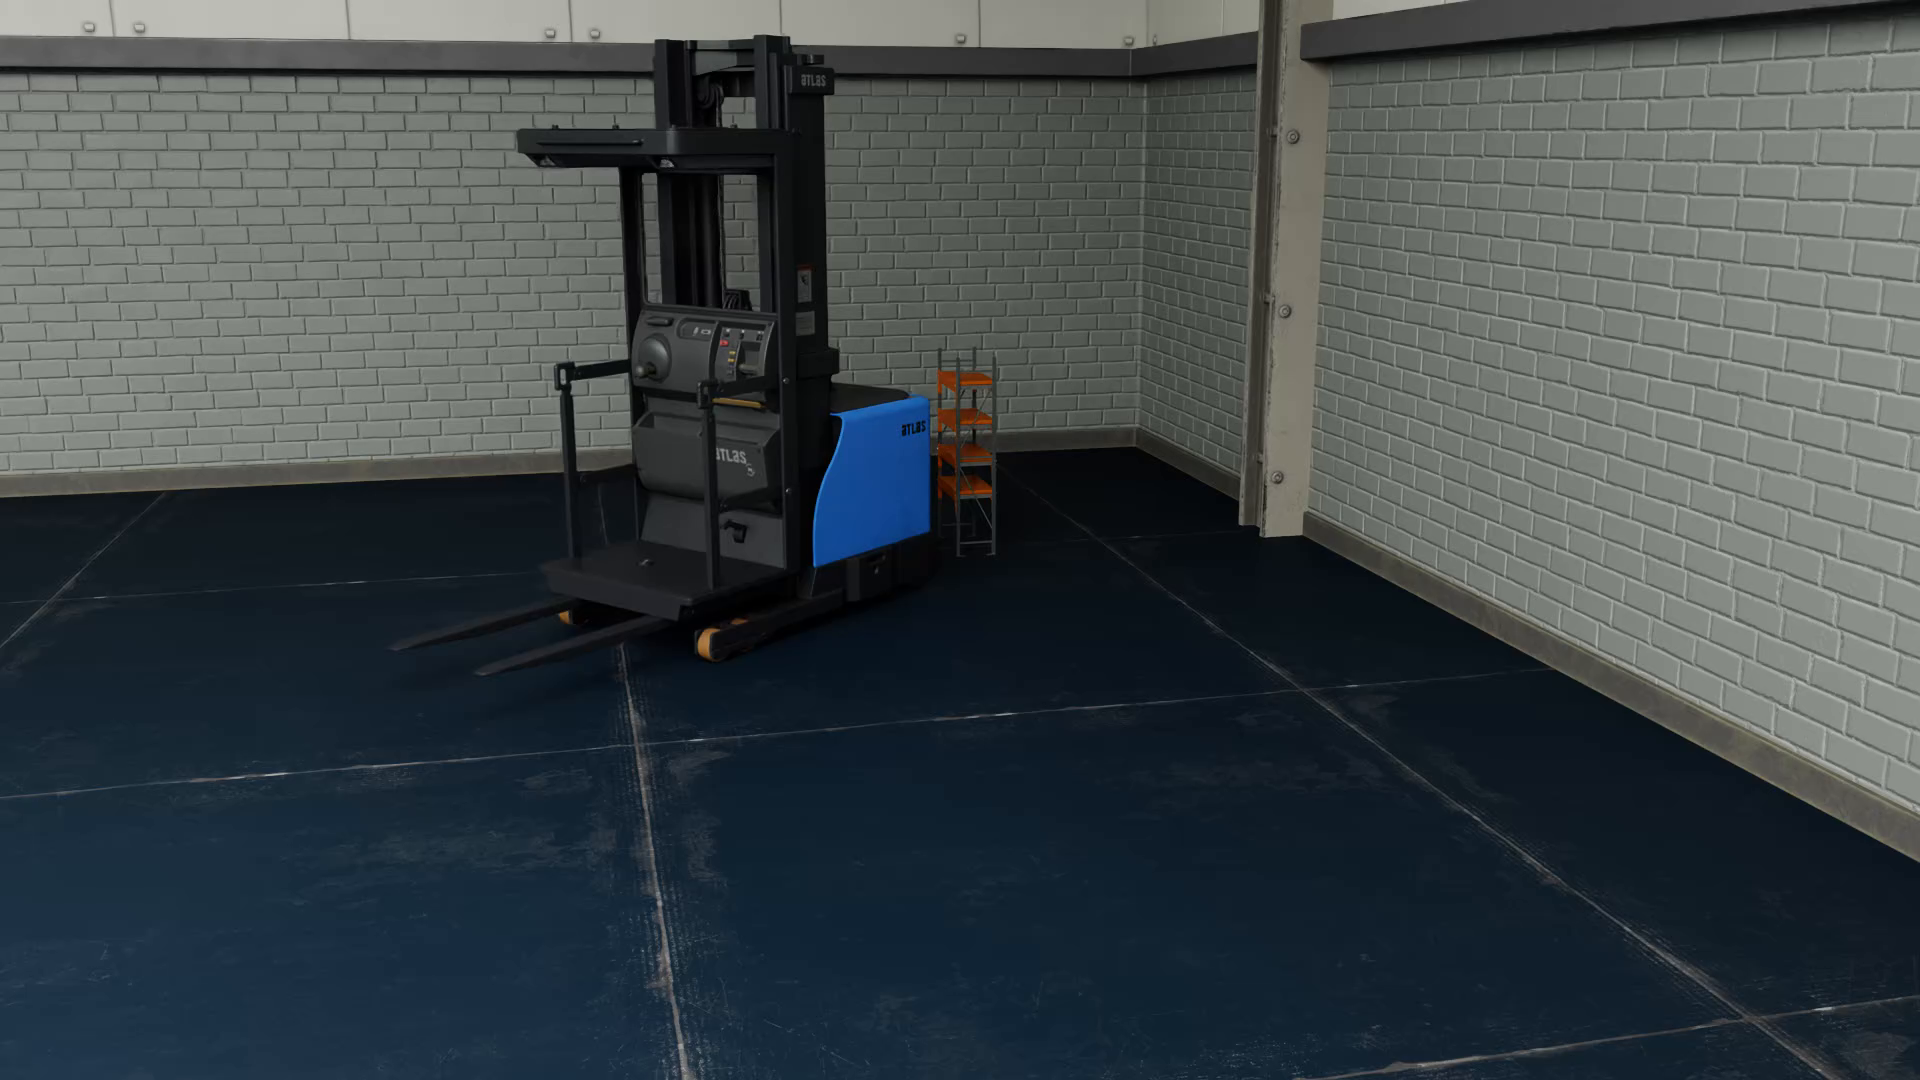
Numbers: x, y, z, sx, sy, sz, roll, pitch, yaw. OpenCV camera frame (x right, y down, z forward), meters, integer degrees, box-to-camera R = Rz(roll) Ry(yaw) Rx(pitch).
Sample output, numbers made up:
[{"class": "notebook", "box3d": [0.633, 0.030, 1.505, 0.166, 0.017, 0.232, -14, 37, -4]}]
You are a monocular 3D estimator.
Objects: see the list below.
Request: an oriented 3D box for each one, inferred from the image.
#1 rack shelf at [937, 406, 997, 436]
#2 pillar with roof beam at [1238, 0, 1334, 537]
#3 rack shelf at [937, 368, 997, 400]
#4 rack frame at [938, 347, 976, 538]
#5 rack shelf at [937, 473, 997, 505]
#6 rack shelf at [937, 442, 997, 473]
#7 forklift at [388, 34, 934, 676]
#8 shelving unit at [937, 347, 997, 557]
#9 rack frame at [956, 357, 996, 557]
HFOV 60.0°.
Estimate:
[{"class": "rack shelf", "box3d": [0.039, -0.697, 10.091, 0.258, 0.148, 0.480, -3, 14, -13]}, {"class": "pillar with roof beam", "box3d": [-2.171, -4.202, 8.668, 9.100, 9.000, 0.400, -3, 14, -13]}, {"class": "rack shelf", "box3d": [0.039, -0.926, 10.035, 0.258, 0.148, 0.480, -3, 14, -13]}, {"class": "rack frame", "box3d": [-0.018, -0.601, 10.359, 0.240, 1.200, 0.015, -3, 14, -13]}, {"class": "rack shelf", "box3d": [0.039, -0.286, 10.191, 0.258, 0.148, 0.480, -3, 14, -13]}, {"class": "rack shelf", "box3d": [0.039, -0.479, 10.144, 0.258, 0.148, 0.480, -3, 14, -13]}, {"class": "forklift", "box3d": [-1.421, -0.966, 8.204, 1.130, 2.935, 3.031, 10, 17, 35]}, {"class": "shelving unit", "box3d": [0.039, -0.545, 10.128, 0.258, 1.200, 0.503, -3, 14, -13]}, {"class": "rack frame", "box3d": [0.096, -0.488, 9.898, 0.240, 1.200, 0.015, -3, 14, -13]}]
